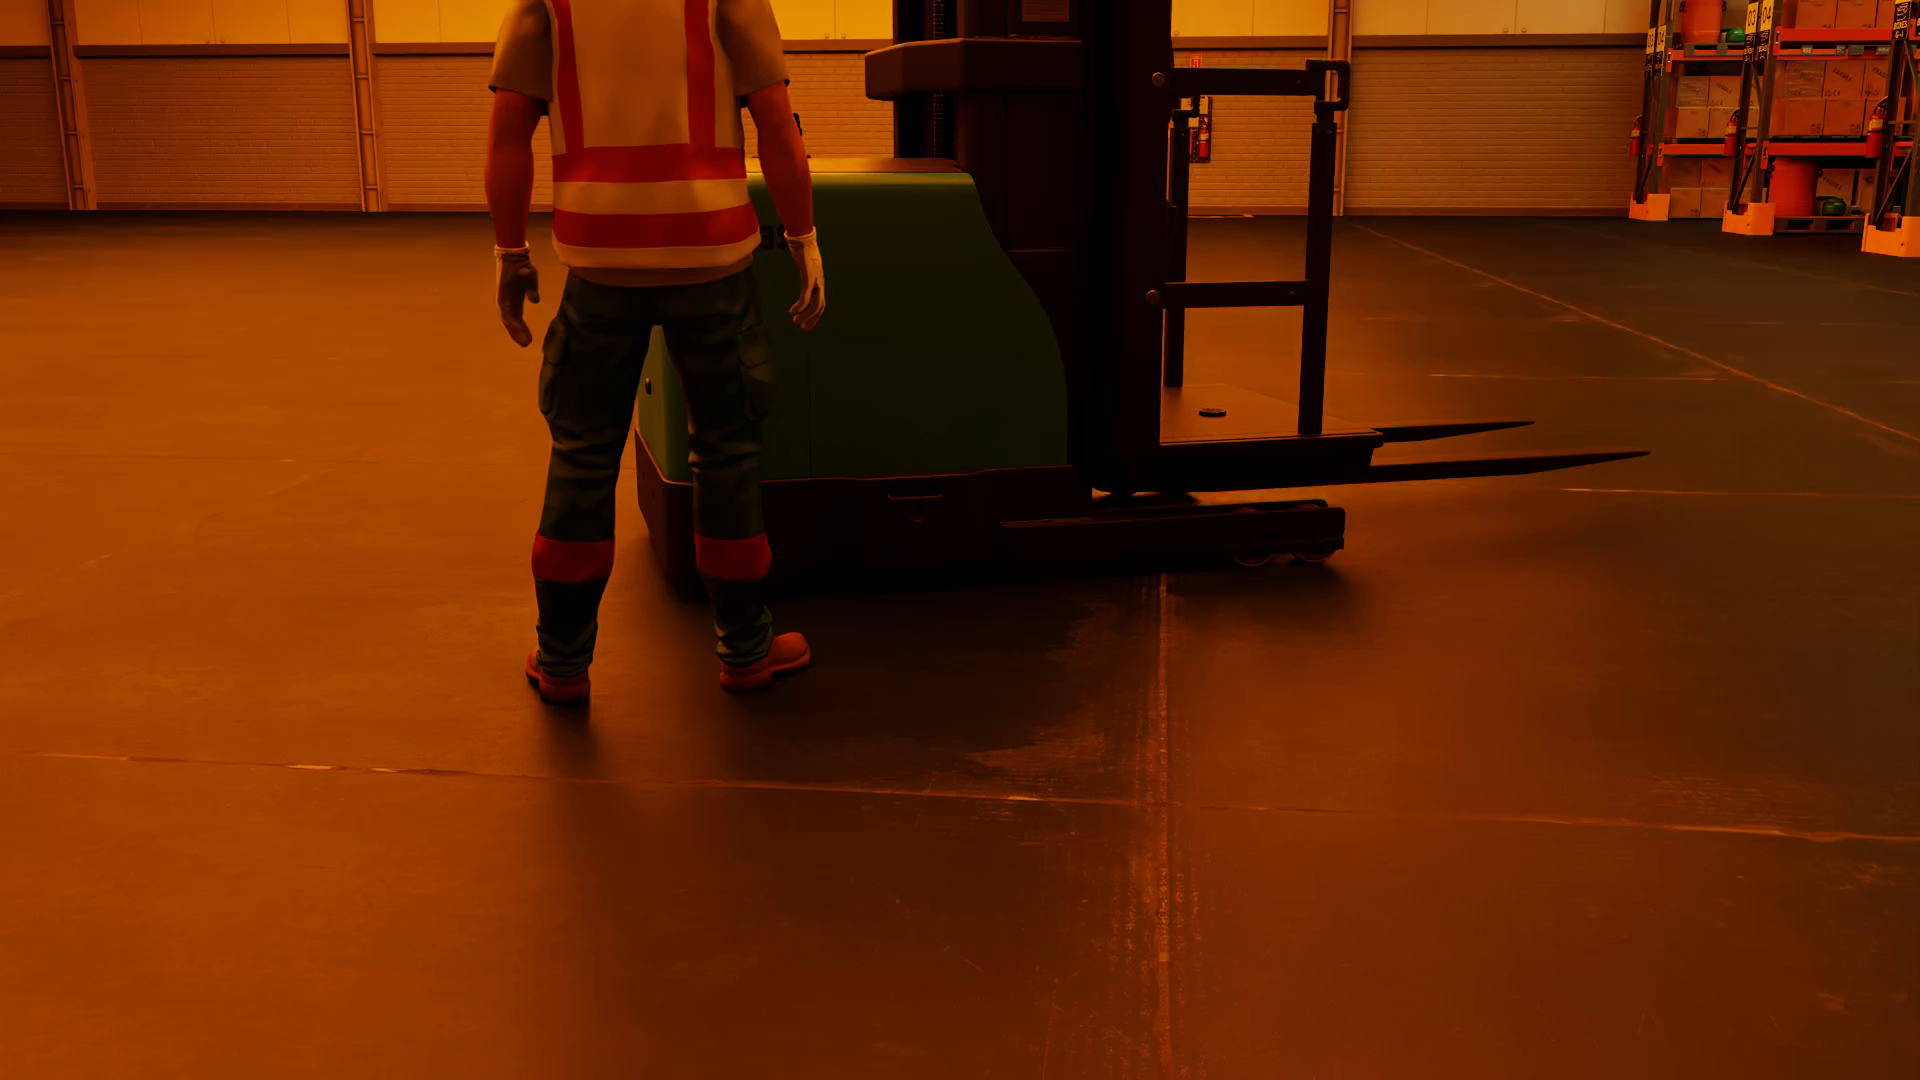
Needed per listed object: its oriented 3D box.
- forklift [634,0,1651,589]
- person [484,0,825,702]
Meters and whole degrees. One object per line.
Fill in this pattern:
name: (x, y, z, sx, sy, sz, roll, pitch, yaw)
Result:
forklift: (0.587, -1.464, 4.770, 3.031, 2.935, 1.130, -4, 14, -15)
person: (-0.615, -0.552, 3.405, 0.675, 1.781, 0.471, -1, 13, -3)
